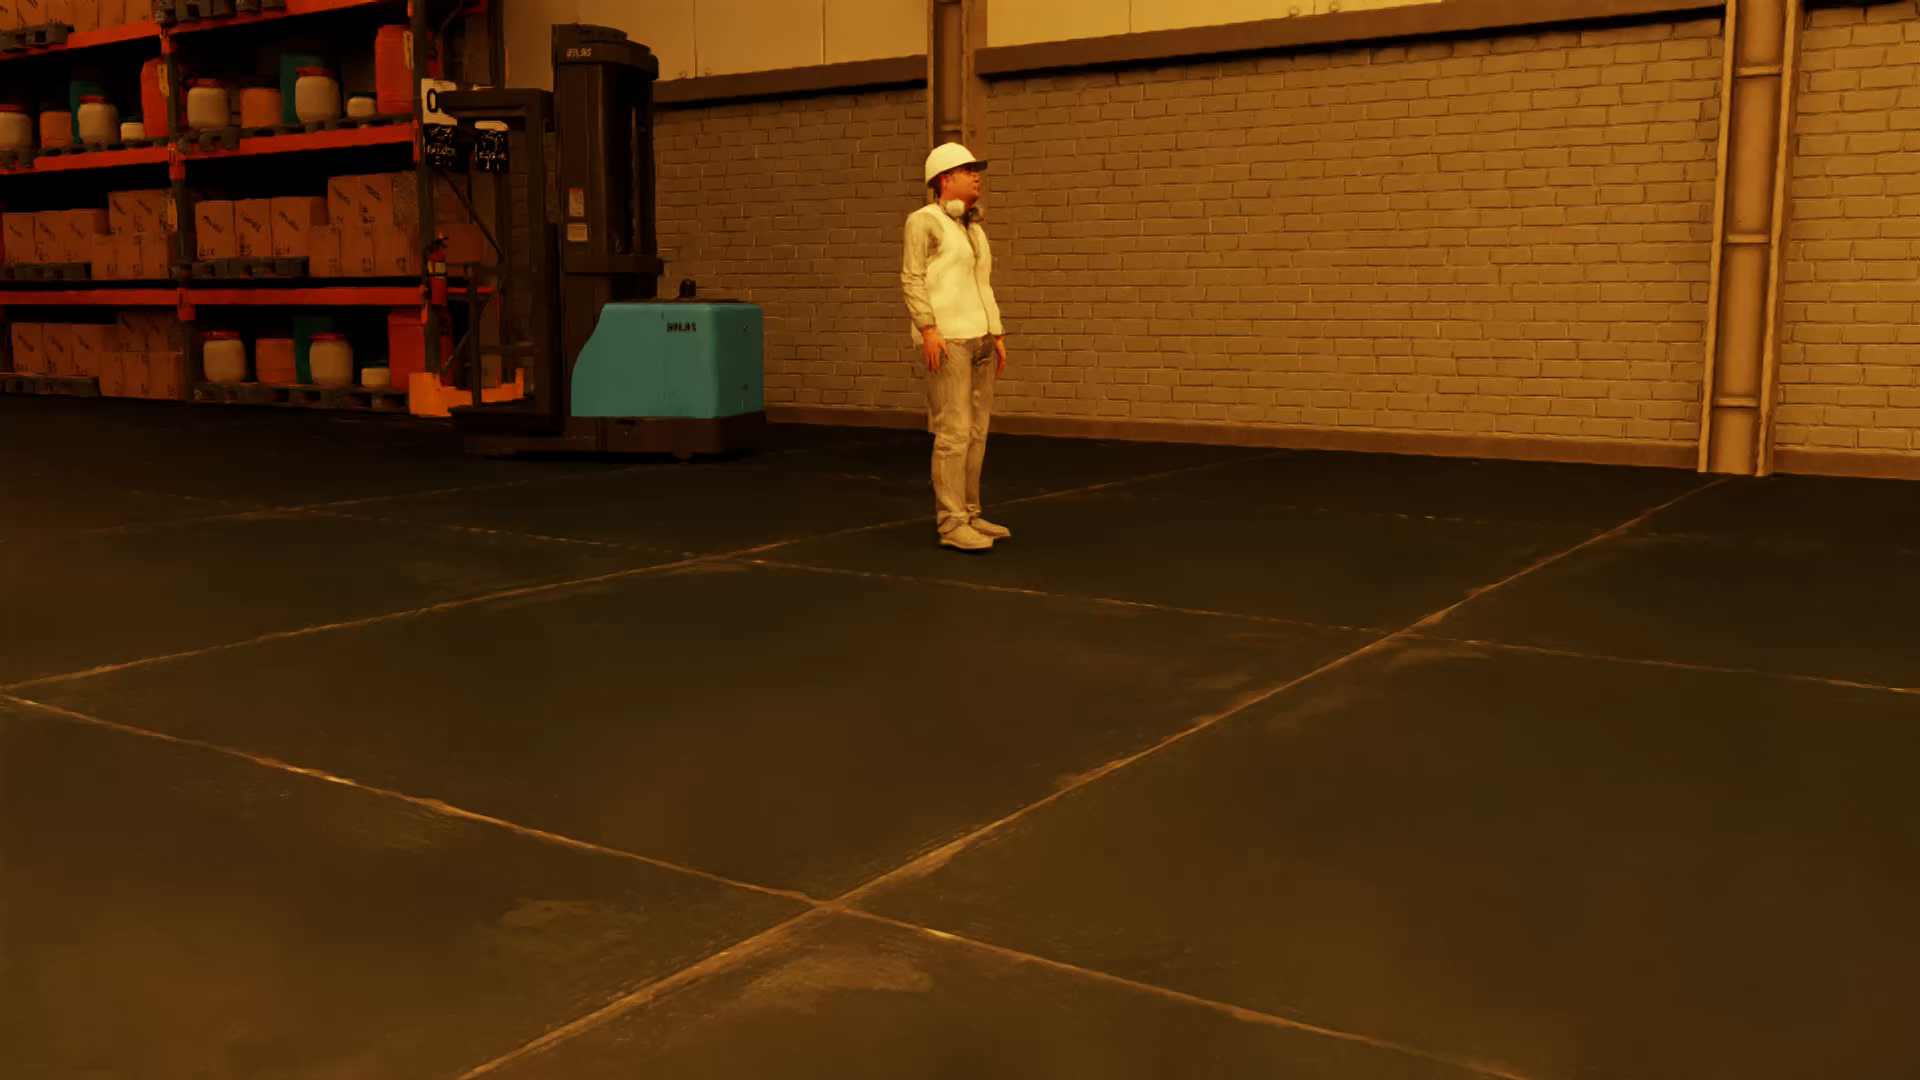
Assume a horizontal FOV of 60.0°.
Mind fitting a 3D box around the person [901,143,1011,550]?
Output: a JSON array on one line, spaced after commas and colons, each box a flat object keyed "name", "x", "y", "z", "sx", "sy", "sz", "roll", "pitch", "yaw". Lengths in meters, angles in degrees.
[{"name": "person", "x": 0.047, "y": -0.879, "z": 7.436, "sx": 0.567, "sy": 1.773, "sz": 0.632, "roll": 5, "pitch": 10, "yaw": 34}]

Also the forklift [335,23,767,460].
[{"name": "forklift", "x": -2.977, "y": -2.079, "z": 11.814, "sx": 3.031, "sy": 2.935, "sz": 1.130, "roll": 2, "pitch": 8, "yaw": 14}]
